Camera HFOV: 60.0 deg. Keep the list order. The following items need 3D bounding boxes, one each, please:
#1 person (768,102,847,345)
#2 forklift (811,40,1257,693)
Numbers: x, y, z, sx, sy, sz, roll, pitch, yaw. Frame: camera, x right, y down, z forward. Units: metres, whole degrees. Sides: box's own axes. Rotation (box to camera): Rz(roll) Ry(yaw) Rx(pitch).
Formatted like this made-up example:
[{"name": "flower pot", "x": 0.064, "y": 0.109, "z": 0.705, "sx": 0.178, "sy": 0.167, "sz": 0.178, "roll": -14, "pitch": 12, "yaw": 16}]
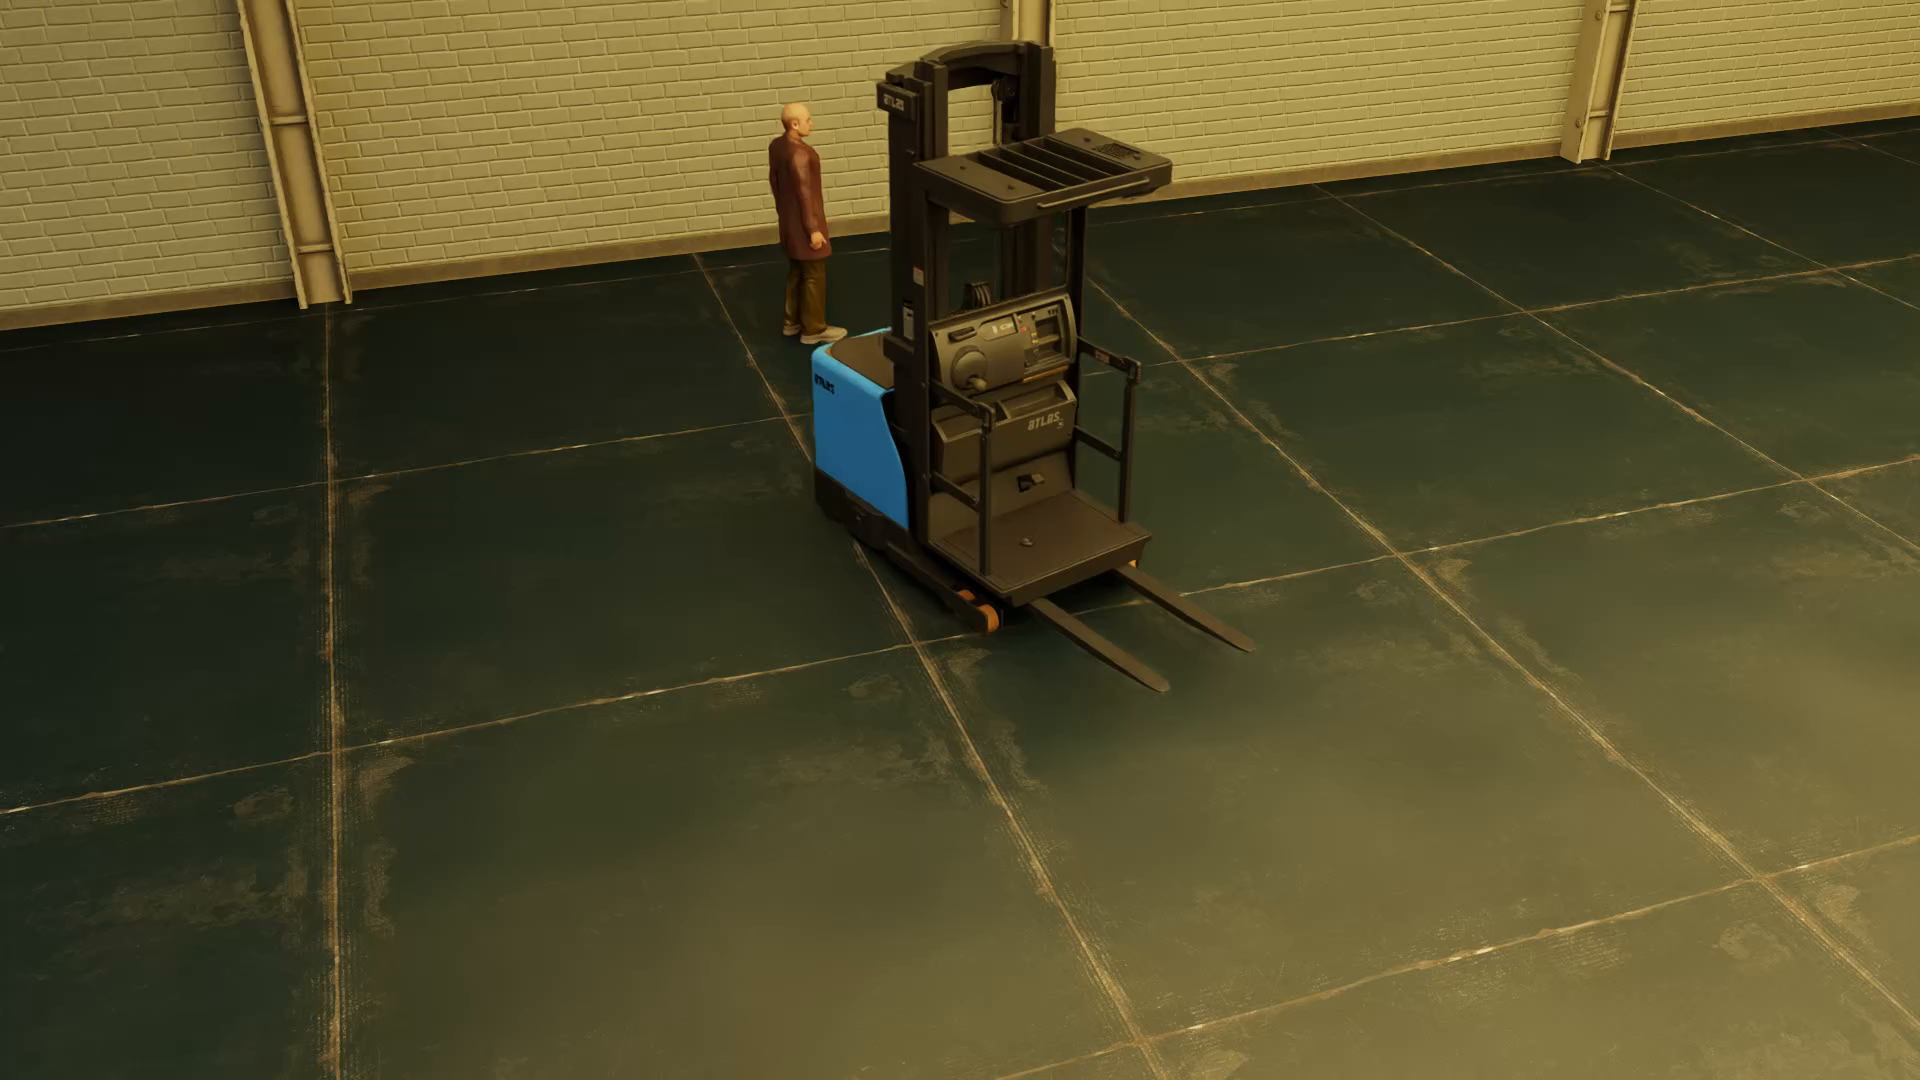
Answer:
[{"name": "person", "x": -1.135, "y": -2.358, "z": 12.338, "sx": 0.421, "sy": 1.782, "sz": 0.643, "roll": -16, "pitch": 34, "yaw": -25}, {"name": "forklift", "x": 0.375, "y": -1.027, "z": 8.872, "sx": 1.130, "sy": 2.935, "sz": 3.031, "roll": -20, "pitch": 36, "yaw": -31}]
